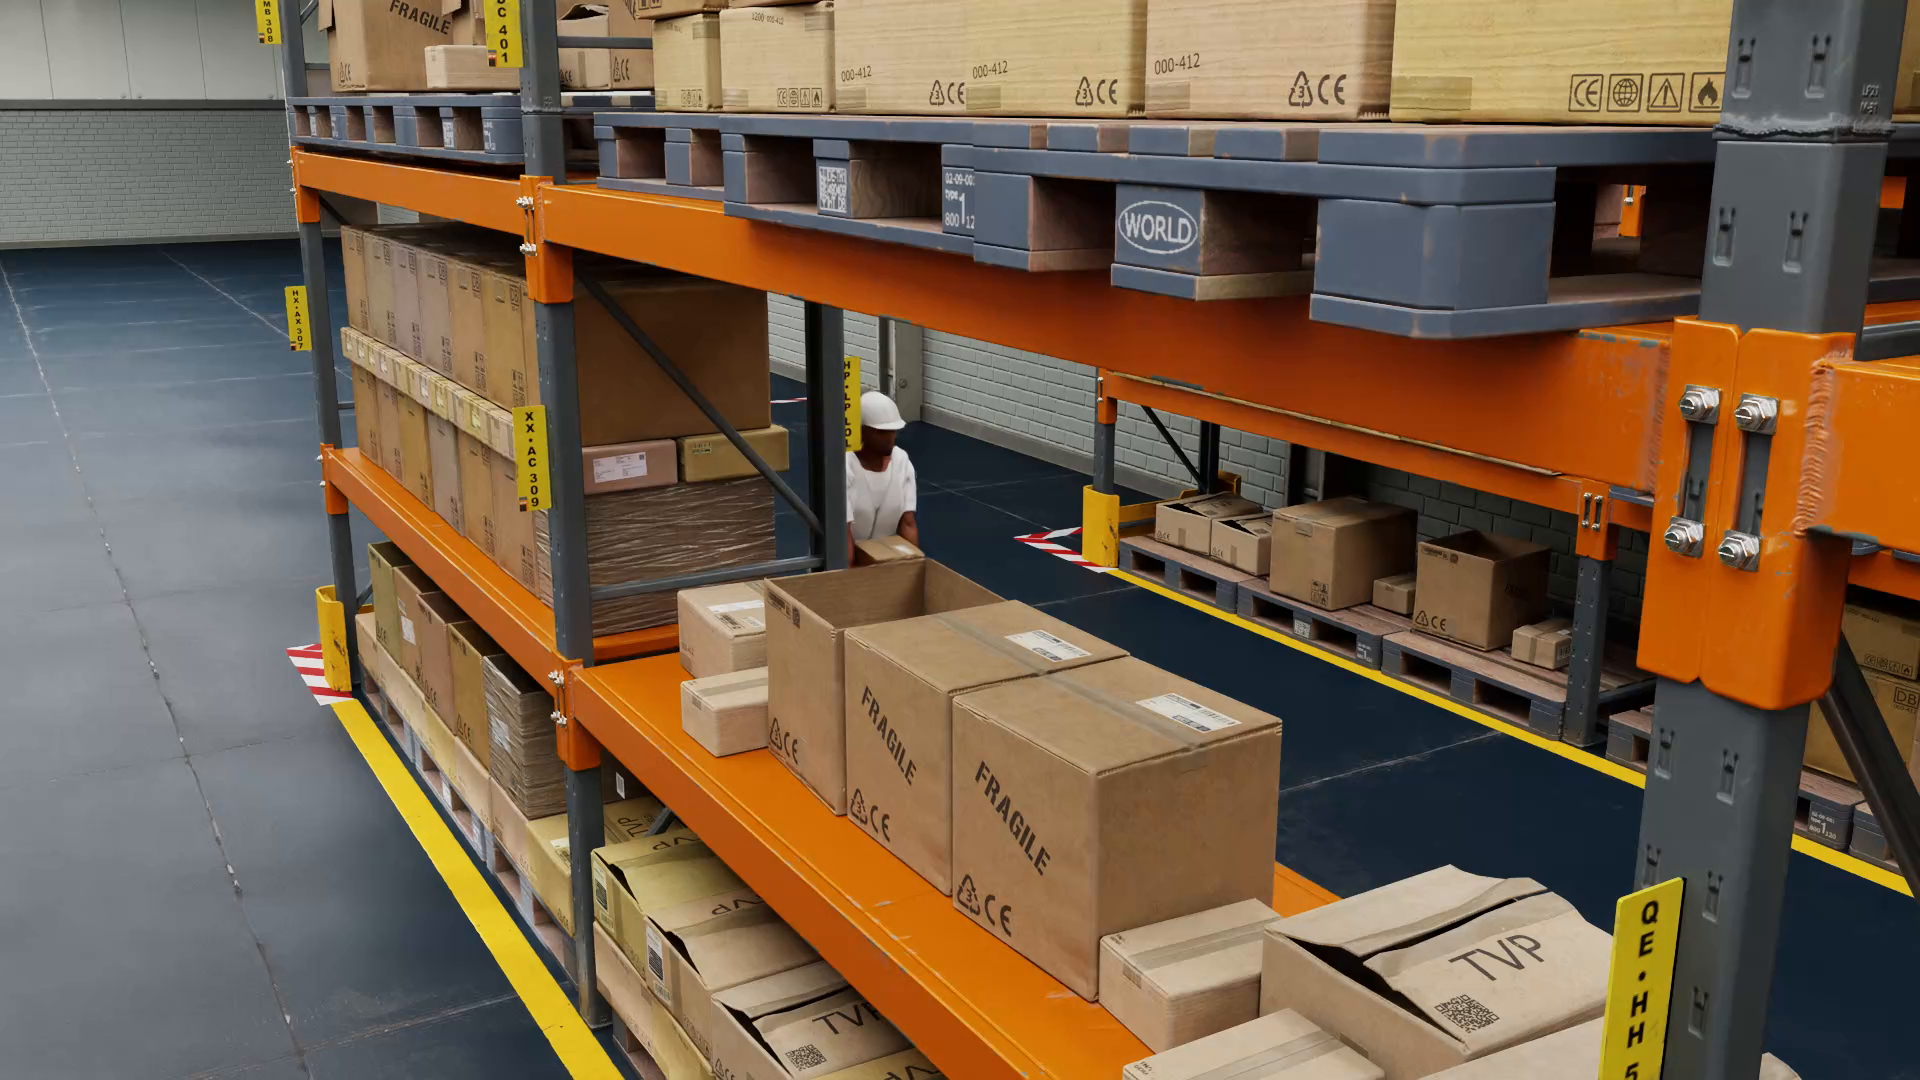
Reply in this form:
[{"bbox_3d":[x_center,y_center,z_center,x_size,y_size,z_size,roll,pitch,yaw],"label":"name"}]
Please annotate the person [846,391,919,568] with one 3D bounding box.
[{"bbox_3d":[-0.426,0.140,7.992,0.497,1.735,0.601,-9,17,-31],"label":"person"}]
